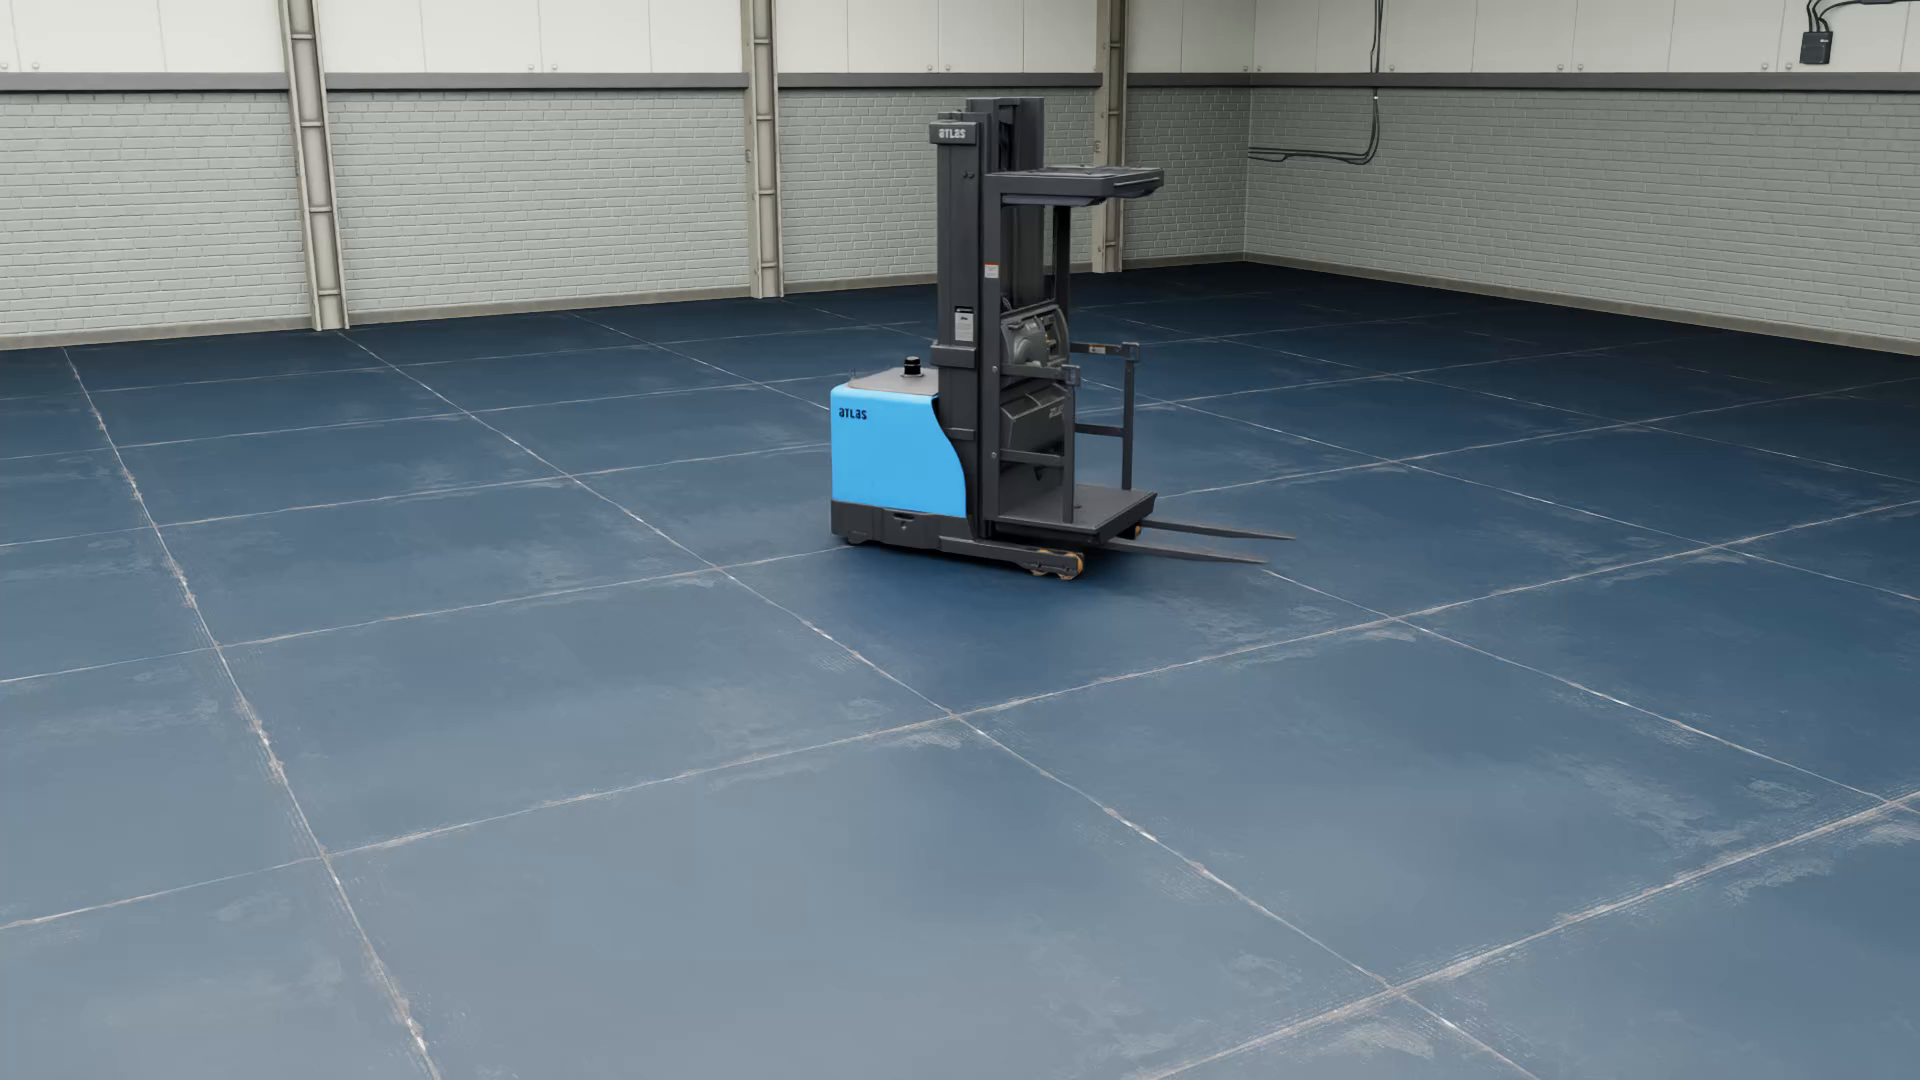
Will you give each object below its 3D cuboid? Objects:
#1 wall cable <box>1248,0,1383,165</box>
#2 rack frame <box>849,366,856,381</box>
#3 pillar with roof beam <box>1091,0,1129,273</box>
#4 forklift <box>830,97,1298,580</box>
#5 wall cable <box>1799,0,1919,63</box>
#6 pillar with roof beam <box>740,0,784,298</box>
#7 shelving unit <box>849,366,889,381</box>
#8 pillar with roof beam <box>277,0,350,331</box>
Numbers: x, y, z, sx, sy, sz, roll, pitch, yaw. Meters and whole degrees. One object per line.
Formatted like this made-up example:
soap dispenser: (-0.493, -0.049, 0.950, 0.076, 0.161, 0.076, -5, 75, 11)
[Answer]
wall cable: (5.575, -7.277, 26.451, 0.112, 2.526, 3.097, -9, 18, -30)
rack frame: (-0.769, -0.719, 12.031, 0.008, 1.050, 0.200, 2, 16, 8)
pillar with roof beam: (4.586, -7.673, 22.109, 0.400, 9.000, 9.100, -9, 18, -30)
forklift: (0.669, -1.324, 10.703, 3.031, 2.935, 1.130, 8, 17, 26)
wall cable: (10.451, -8.211, 17.729, 0.169, 6.003, 2.305, -9, 18, -30)
pillar with roof beam: (-0.557, -6.839, 19.134, 0.400, 9.000, 9.100, -9, 18, -30)
shelving unit: (-0.648, -0.715, 12.015, 0.252, 1.050, 0.215, 2, 16, 8)
pillar with roof beam: (-5.700, -6.005, 16.159, 0.400, 9.000, 9.100, -9, 18, -30)
